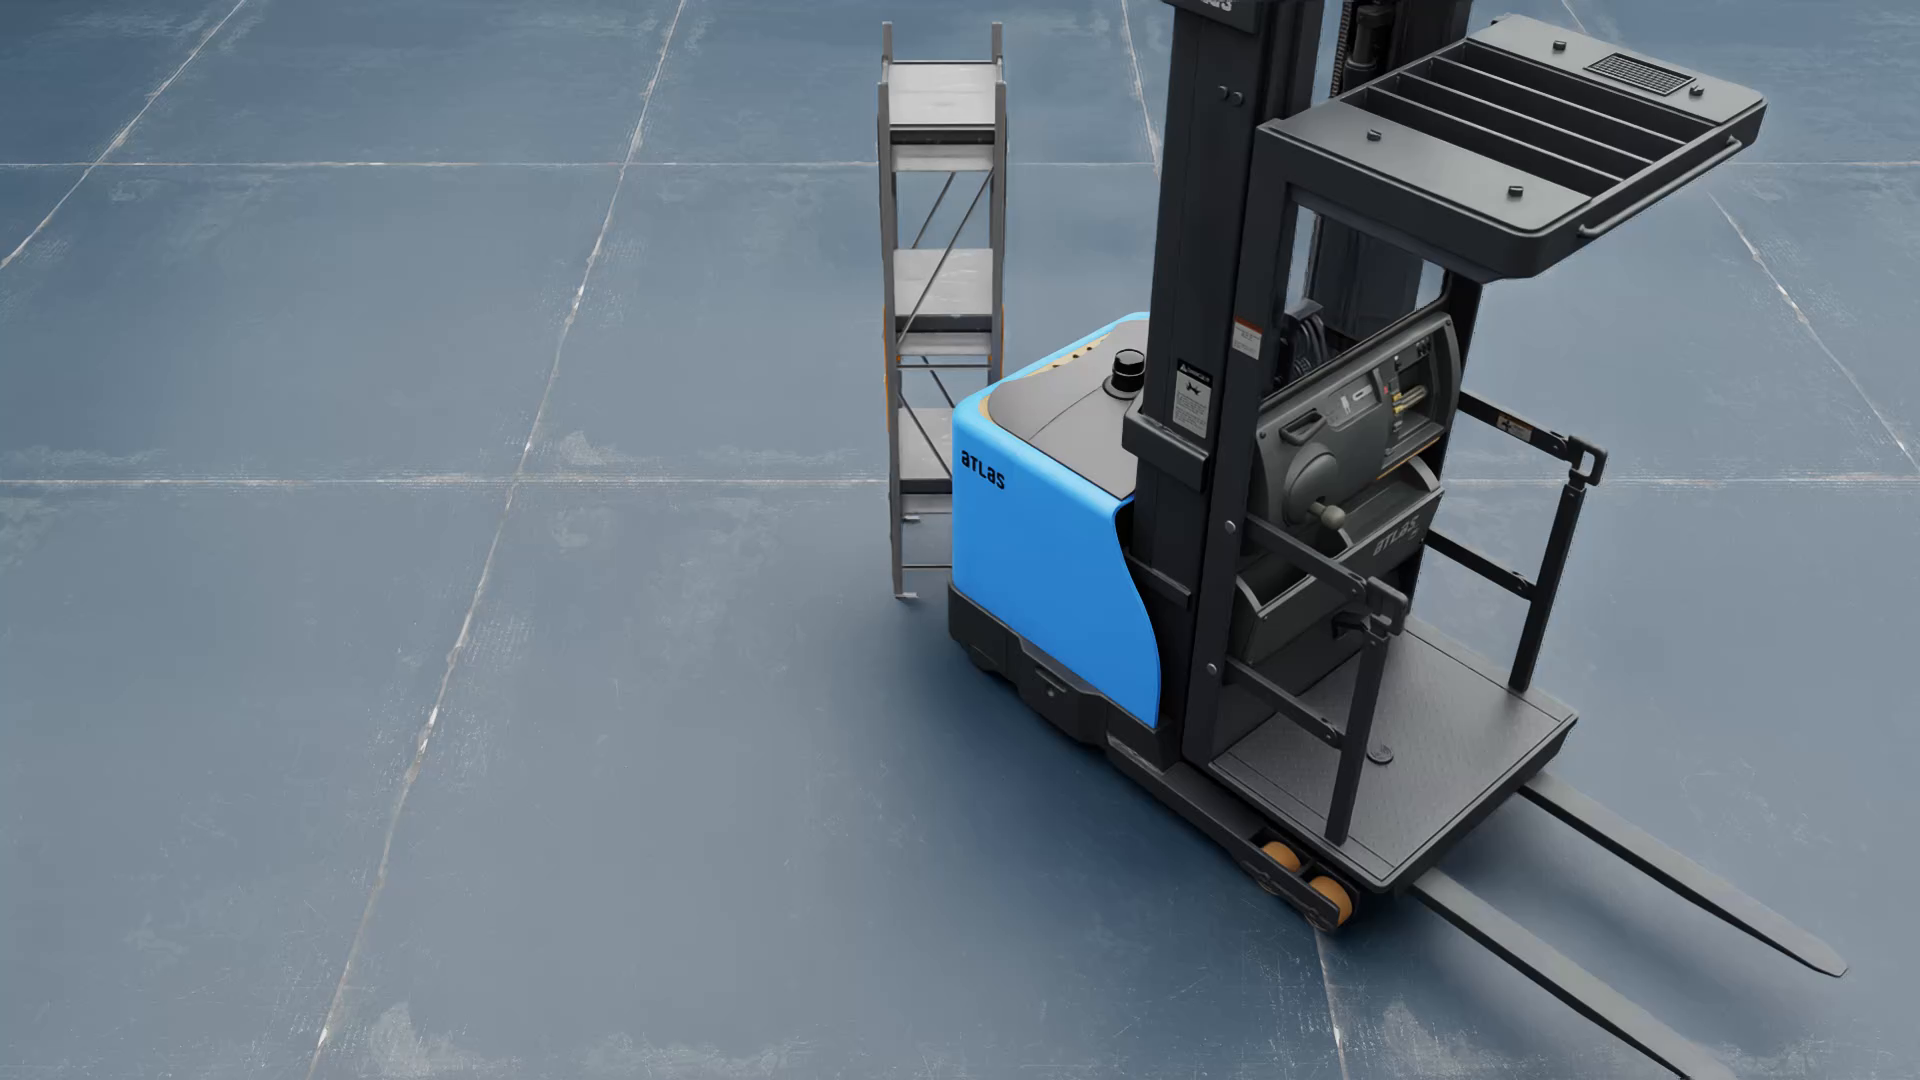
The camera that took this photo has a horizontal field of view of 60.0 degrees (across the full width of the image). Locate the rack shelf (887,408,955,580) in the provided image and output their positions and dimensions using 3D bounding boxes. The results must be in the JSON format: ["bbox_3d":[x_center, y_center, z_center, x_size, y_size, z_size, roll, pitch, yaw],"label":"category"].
[{"bbox_3d":[-0.058,-0.196,6.457,0.431,0.518,0.480,0,39,0],"label":"rack shelf"}]

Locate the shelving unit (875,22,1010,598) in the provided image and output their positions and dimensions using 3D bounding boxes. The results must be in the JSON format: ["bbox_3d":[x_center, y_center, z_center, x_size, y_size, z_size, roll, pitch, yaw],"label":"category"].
[{"bbox_3d":[-0.058,-0.753,6.011,0.431,2.100,0.503,0,39,0],"label":"shelving unit"}]

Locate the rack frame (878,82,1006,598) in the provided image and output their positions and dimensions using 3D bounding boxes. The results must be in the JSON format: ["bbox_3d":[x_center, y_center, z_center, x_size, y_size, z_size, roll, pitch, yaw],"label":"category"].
[{"bbox_3d":[-0.056,-0.601,5.820,0.400,2.100,0.015,0,39,0],"label":"rack frame"}]

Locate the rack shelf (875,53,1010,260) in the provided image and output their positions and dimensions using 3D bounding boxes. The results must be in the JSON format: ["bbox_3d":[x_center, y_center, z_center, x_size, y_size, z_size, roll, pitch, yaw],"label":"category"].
[{"bbox_3d":[-0.058,-1.289,5.582,0.431,0.518,0.480,0,39,0],"label":"rack shelf"}]

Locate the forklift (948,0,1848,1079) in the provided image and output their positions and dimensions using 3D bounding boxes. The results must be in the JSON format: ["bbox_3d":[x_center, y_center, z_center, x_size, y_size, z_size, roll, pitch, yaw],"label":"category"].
[{"bbox_3d":[1.322,-0.285,4.762,1.130,2.935,3.031,-30,47,-32],"label":"forklift"}]

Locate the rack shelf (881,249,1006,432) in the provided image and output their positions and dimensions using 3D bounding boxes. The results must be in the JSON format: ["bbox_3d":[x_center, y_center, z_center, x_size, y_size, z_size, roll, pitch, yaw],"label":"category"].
[{"bbox_3d":[-0.058,-0.743,6.019,0.431,0.518,0.480,0,39,0],"label":"rack shelf"}]

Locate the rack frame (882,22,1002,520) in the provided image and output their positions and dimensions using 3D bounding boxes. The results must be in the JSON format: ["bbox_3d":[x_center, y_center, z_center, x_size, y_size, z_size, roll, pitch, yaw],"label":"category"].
[{"bbox_3d":[-0.059,-0.906,6.201,0.400,2.100,0.015,0,39,0],"label":"rack frame"}]
